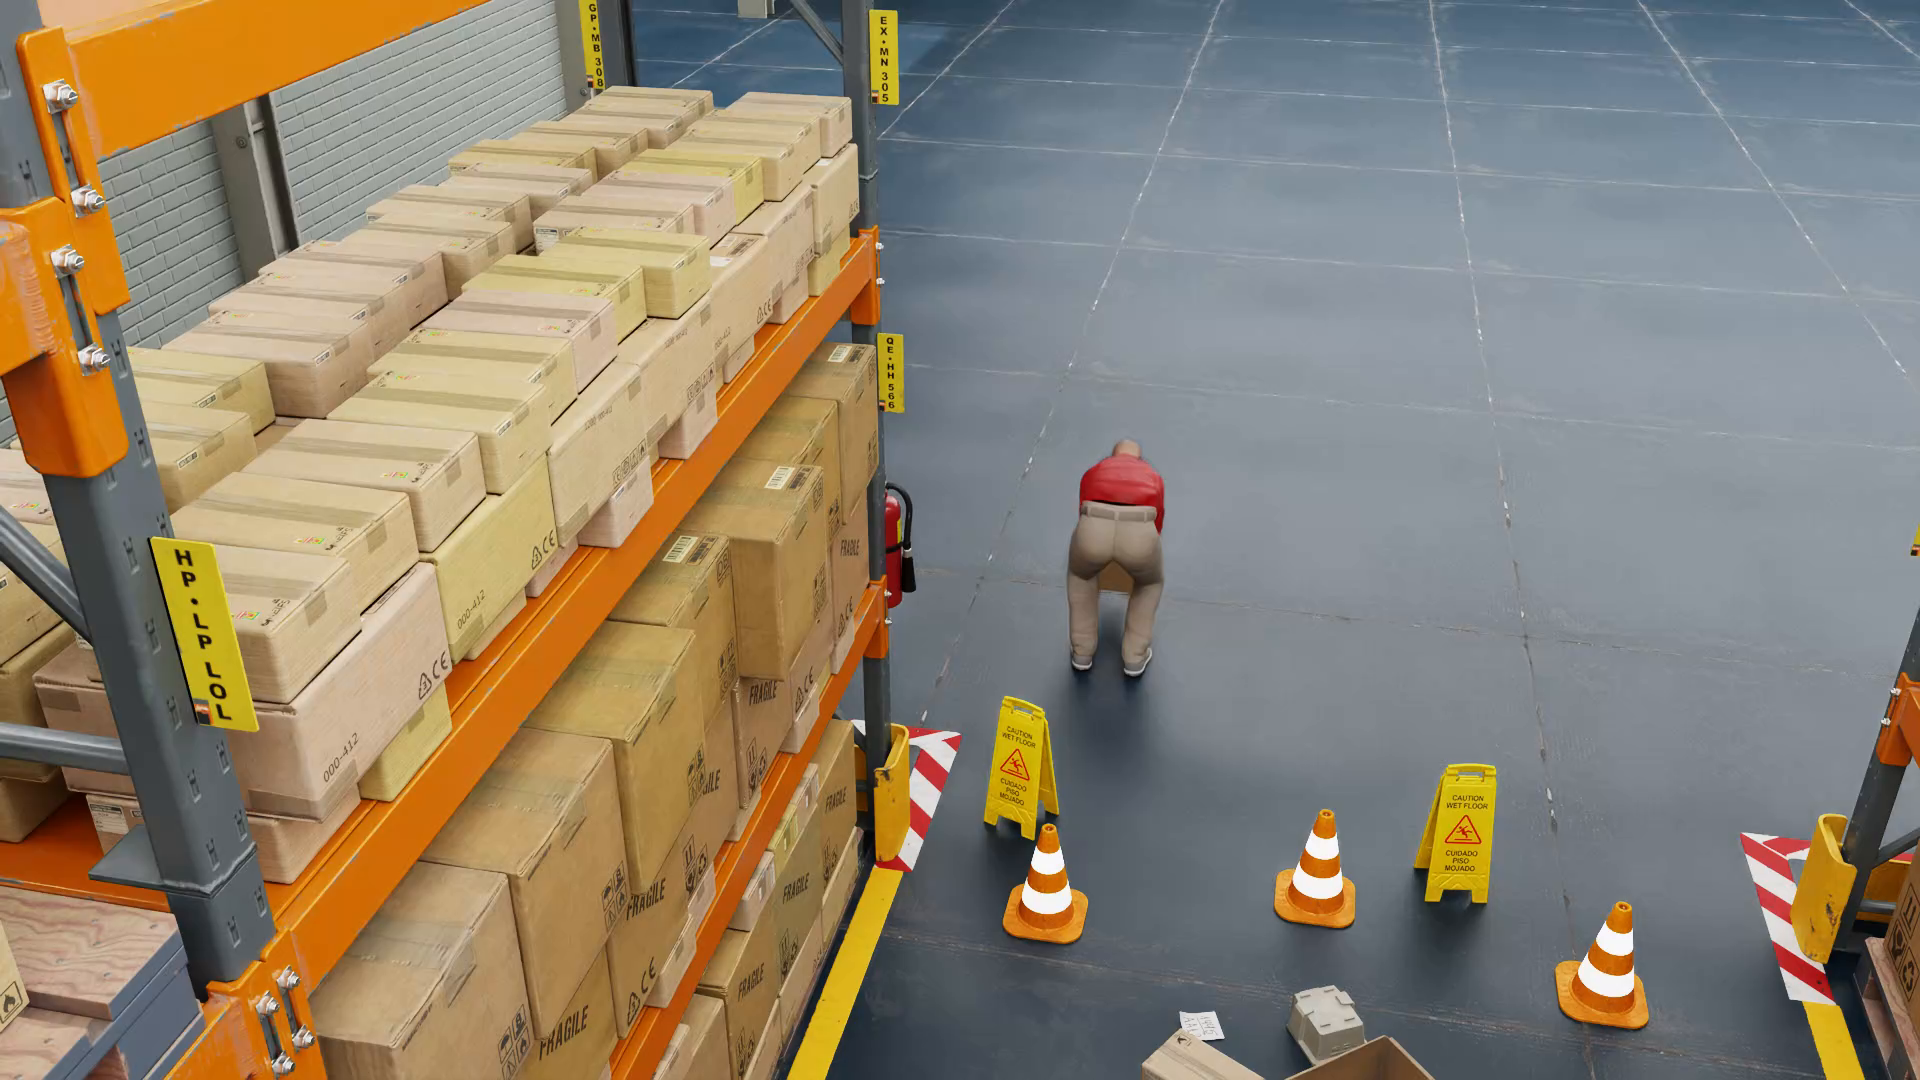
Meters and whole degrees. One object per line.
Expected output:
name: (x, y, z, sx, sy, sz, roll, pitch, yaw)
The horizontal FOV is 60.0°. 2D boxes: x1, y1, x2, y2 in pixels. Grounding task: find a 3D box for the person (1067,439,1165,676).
person: (0.831, 0.074, 8.718, 0.508, 1.049, 0.963, 5, 29, 9)
